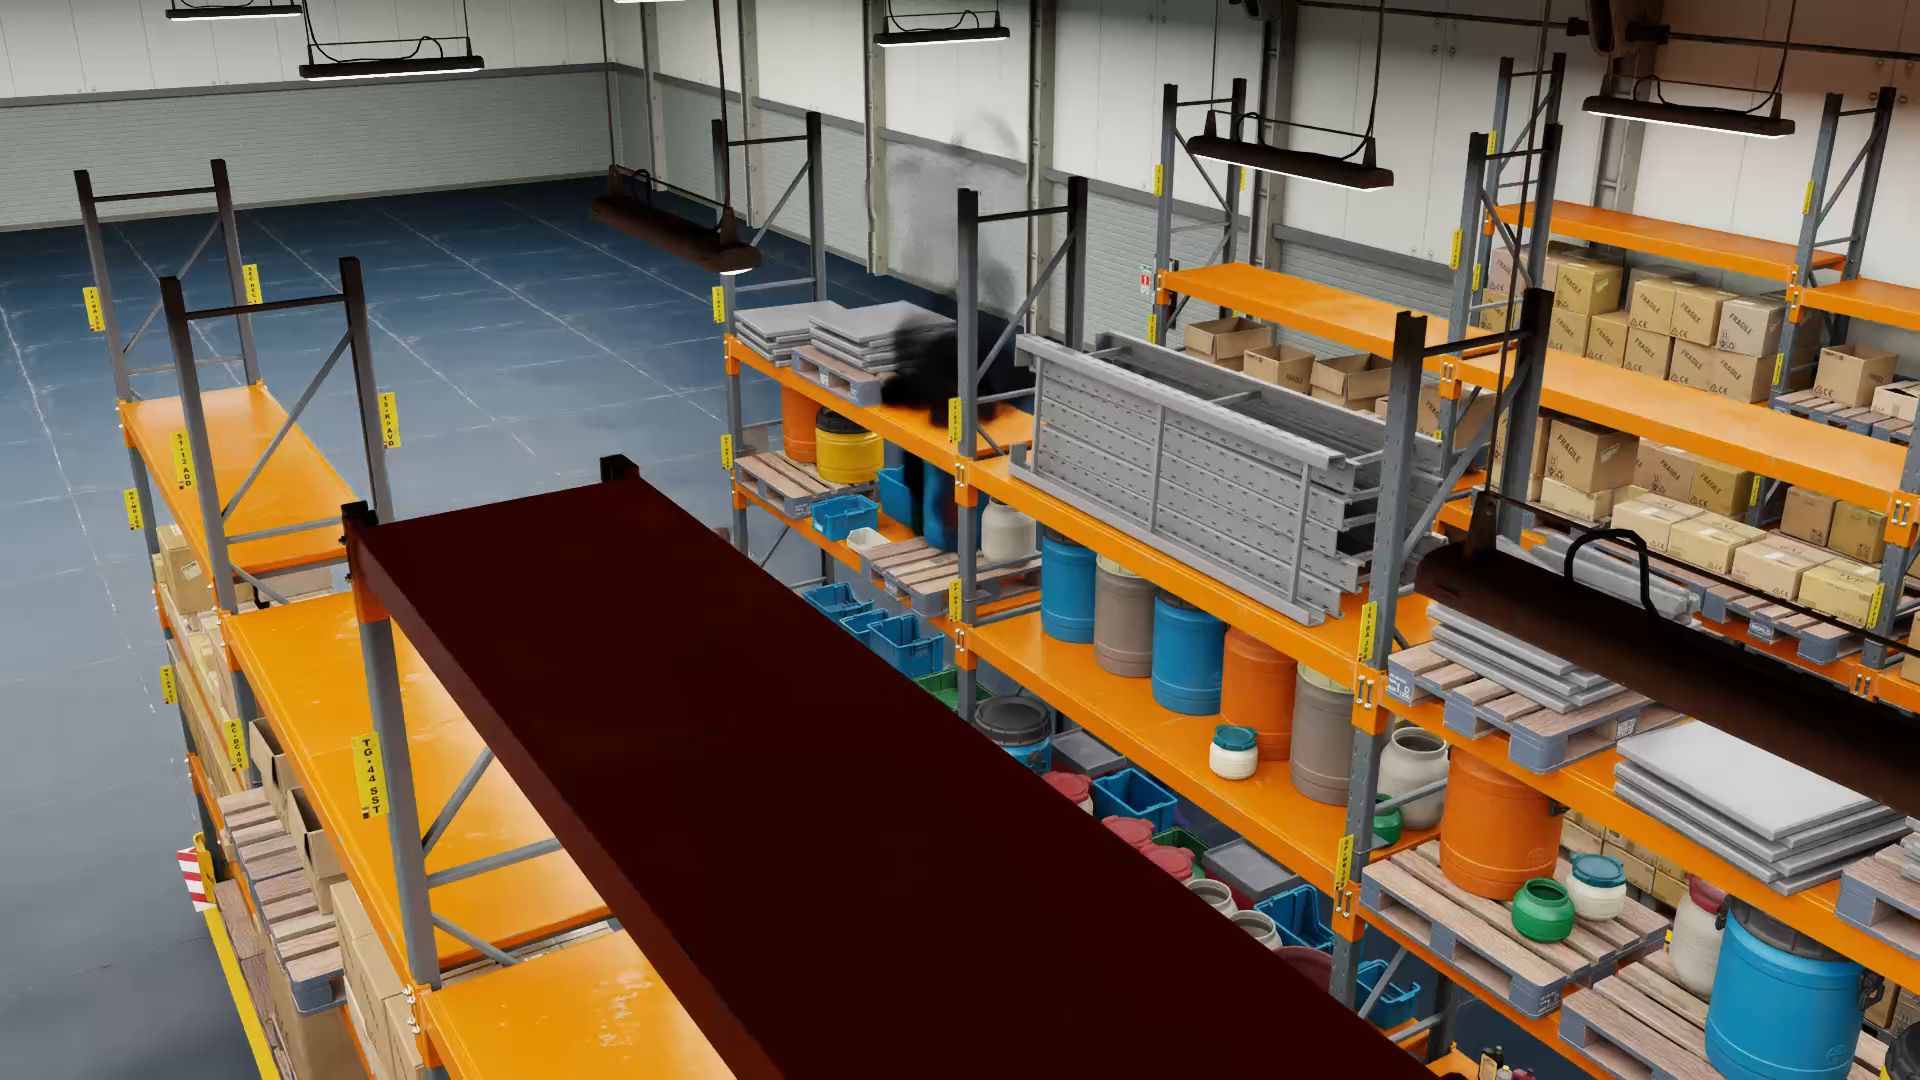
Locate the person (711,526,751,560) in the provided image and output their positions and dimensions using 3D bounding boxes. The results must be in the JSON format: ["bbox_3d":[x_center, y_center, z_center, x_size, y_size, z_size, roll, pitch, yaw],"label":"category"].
[{"bbox_3d":[-2.483,0.600,17.778,0.657,1.618,0.540,5,22,12],"label":"person"}]

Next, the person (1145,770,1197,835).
[{"bbox_3d":[1.808,1.937,14.420,0.630,1.644,0.879,-13,25,-29],"label":"person"}]
